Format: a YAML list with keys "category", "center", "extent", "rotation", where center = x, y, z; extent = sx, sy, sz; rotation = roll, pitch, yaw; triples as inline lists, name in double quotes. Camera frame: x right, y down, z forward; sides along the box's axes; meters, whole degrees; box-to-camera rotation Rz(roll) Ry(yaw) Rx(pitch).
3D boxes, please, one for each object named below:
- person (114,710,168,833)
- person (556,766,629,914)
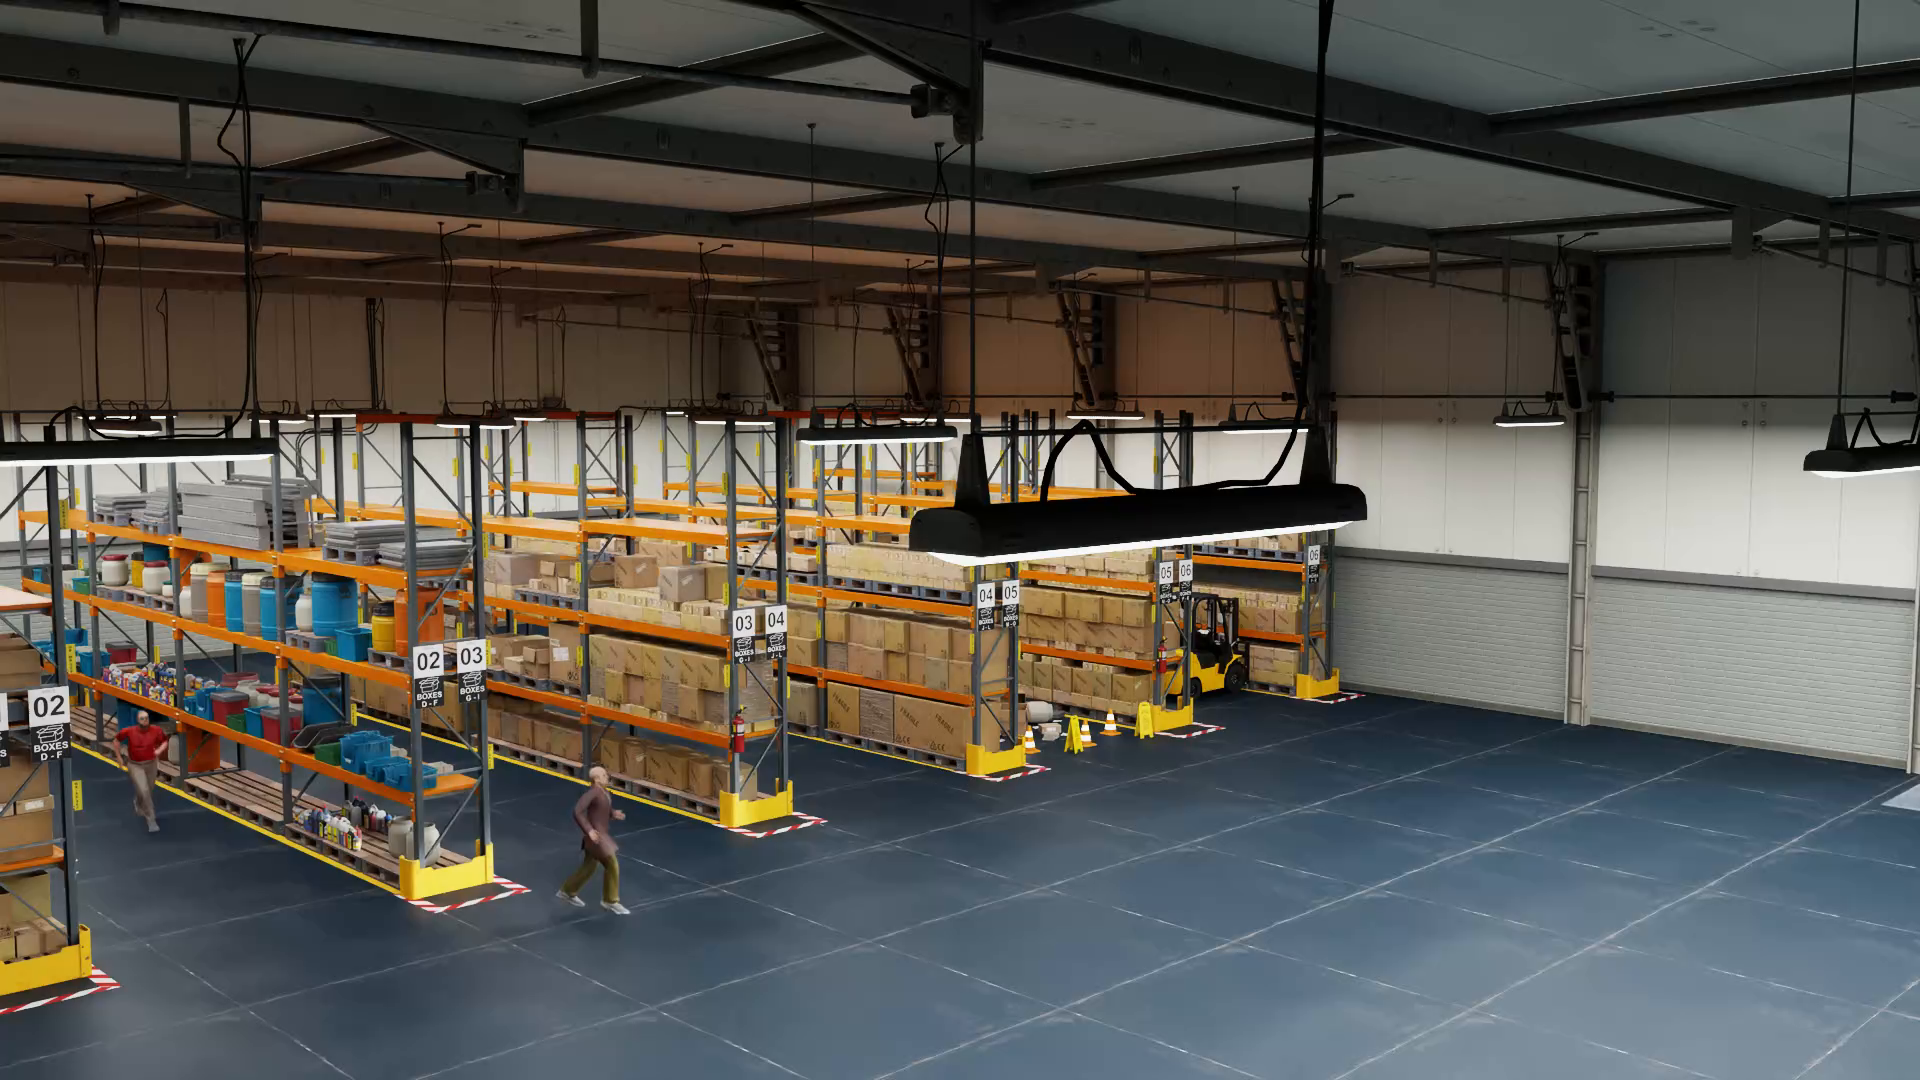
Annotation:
- category: "person"
  center: [-12.011, 3.357, 24.450]
  extent: [0.686, 1.753, 1.026]
  rotation: [-4, 7, -42]
- category: "person"
  center: [-4.510, 3.677, 20.364]
  extent: [0.887, 1.841, 0.694]
  rotation: [-1, 5, -8]
